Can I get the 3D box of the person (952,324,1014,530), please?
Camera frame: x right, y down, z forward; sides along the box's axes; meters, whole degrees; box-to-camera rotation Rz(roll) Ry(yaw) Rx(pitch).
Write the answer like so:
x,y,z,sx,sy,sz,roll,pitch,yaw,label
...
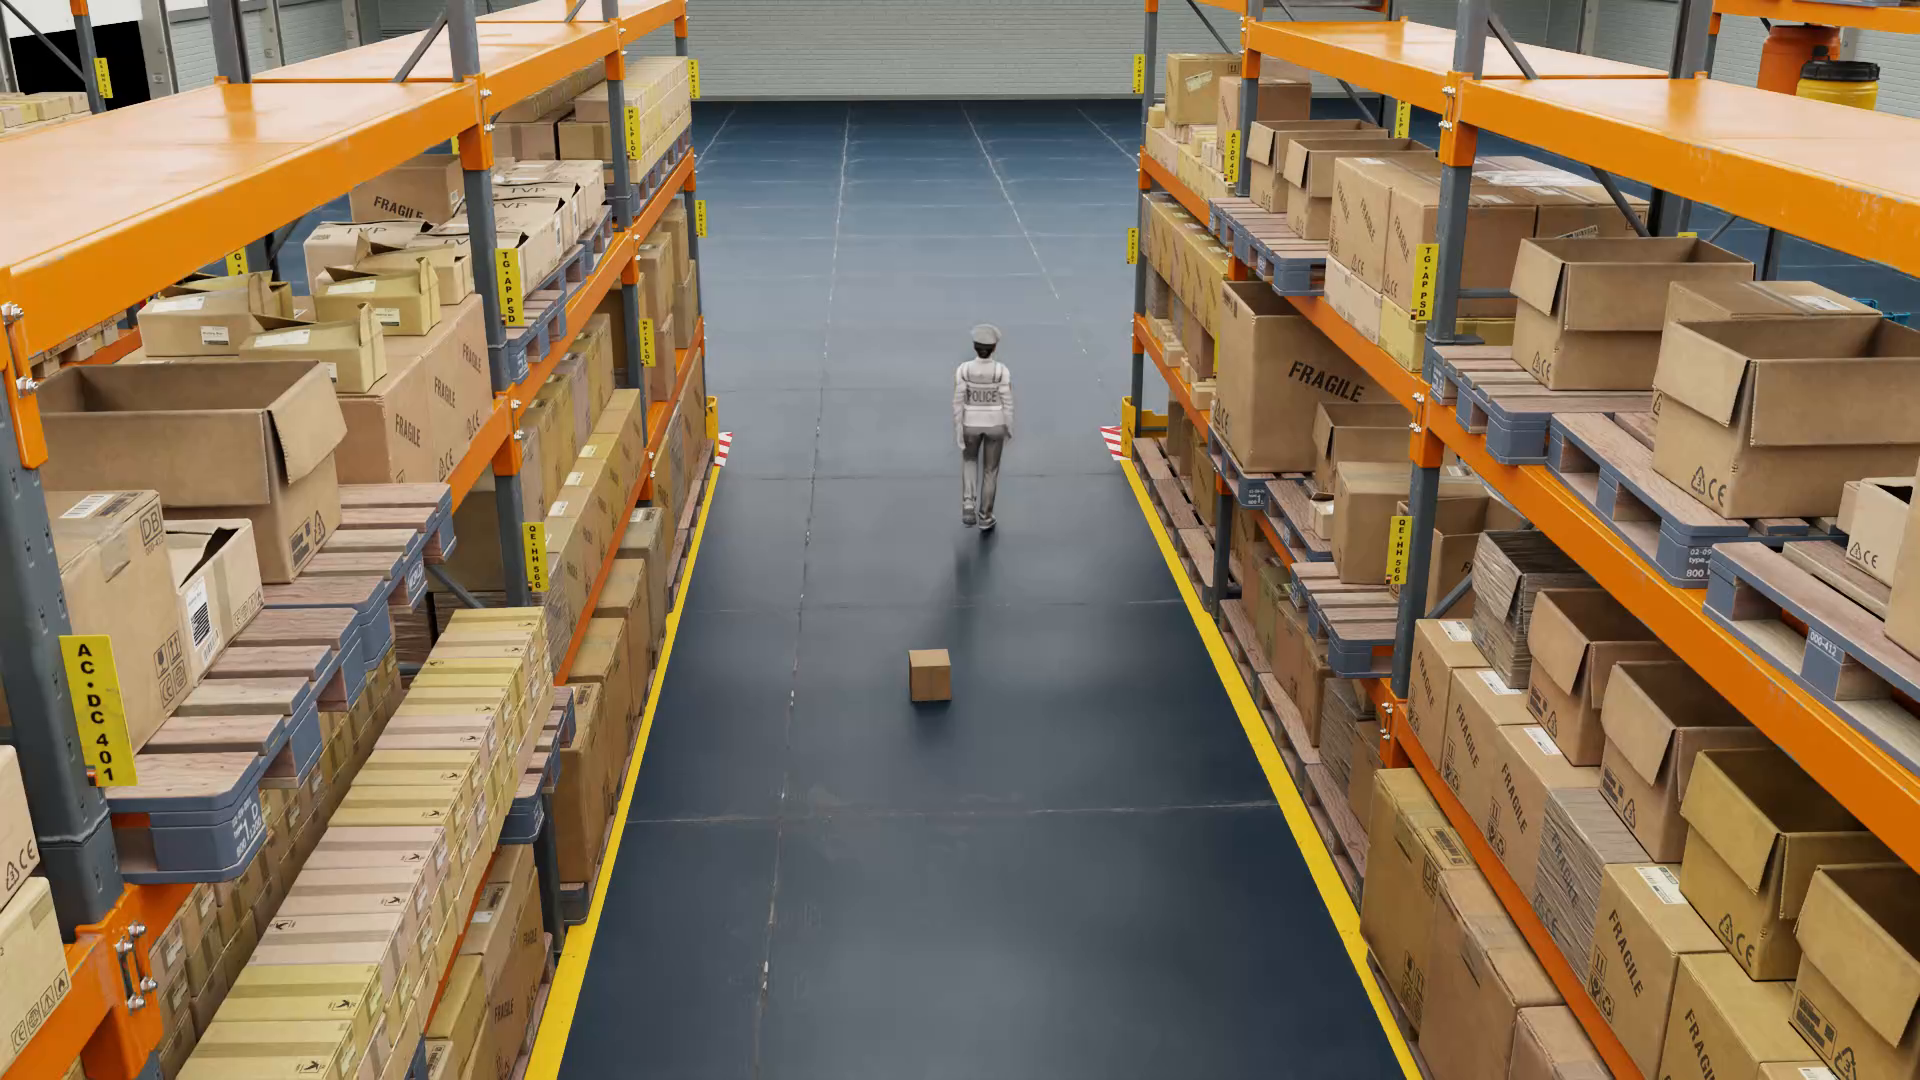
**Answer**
x,y,z,sx,sy,sz,roll,pitch,yaw,label
0.195,-0.911,13.424,0.484,1.700,0.436,4,21,10,person
